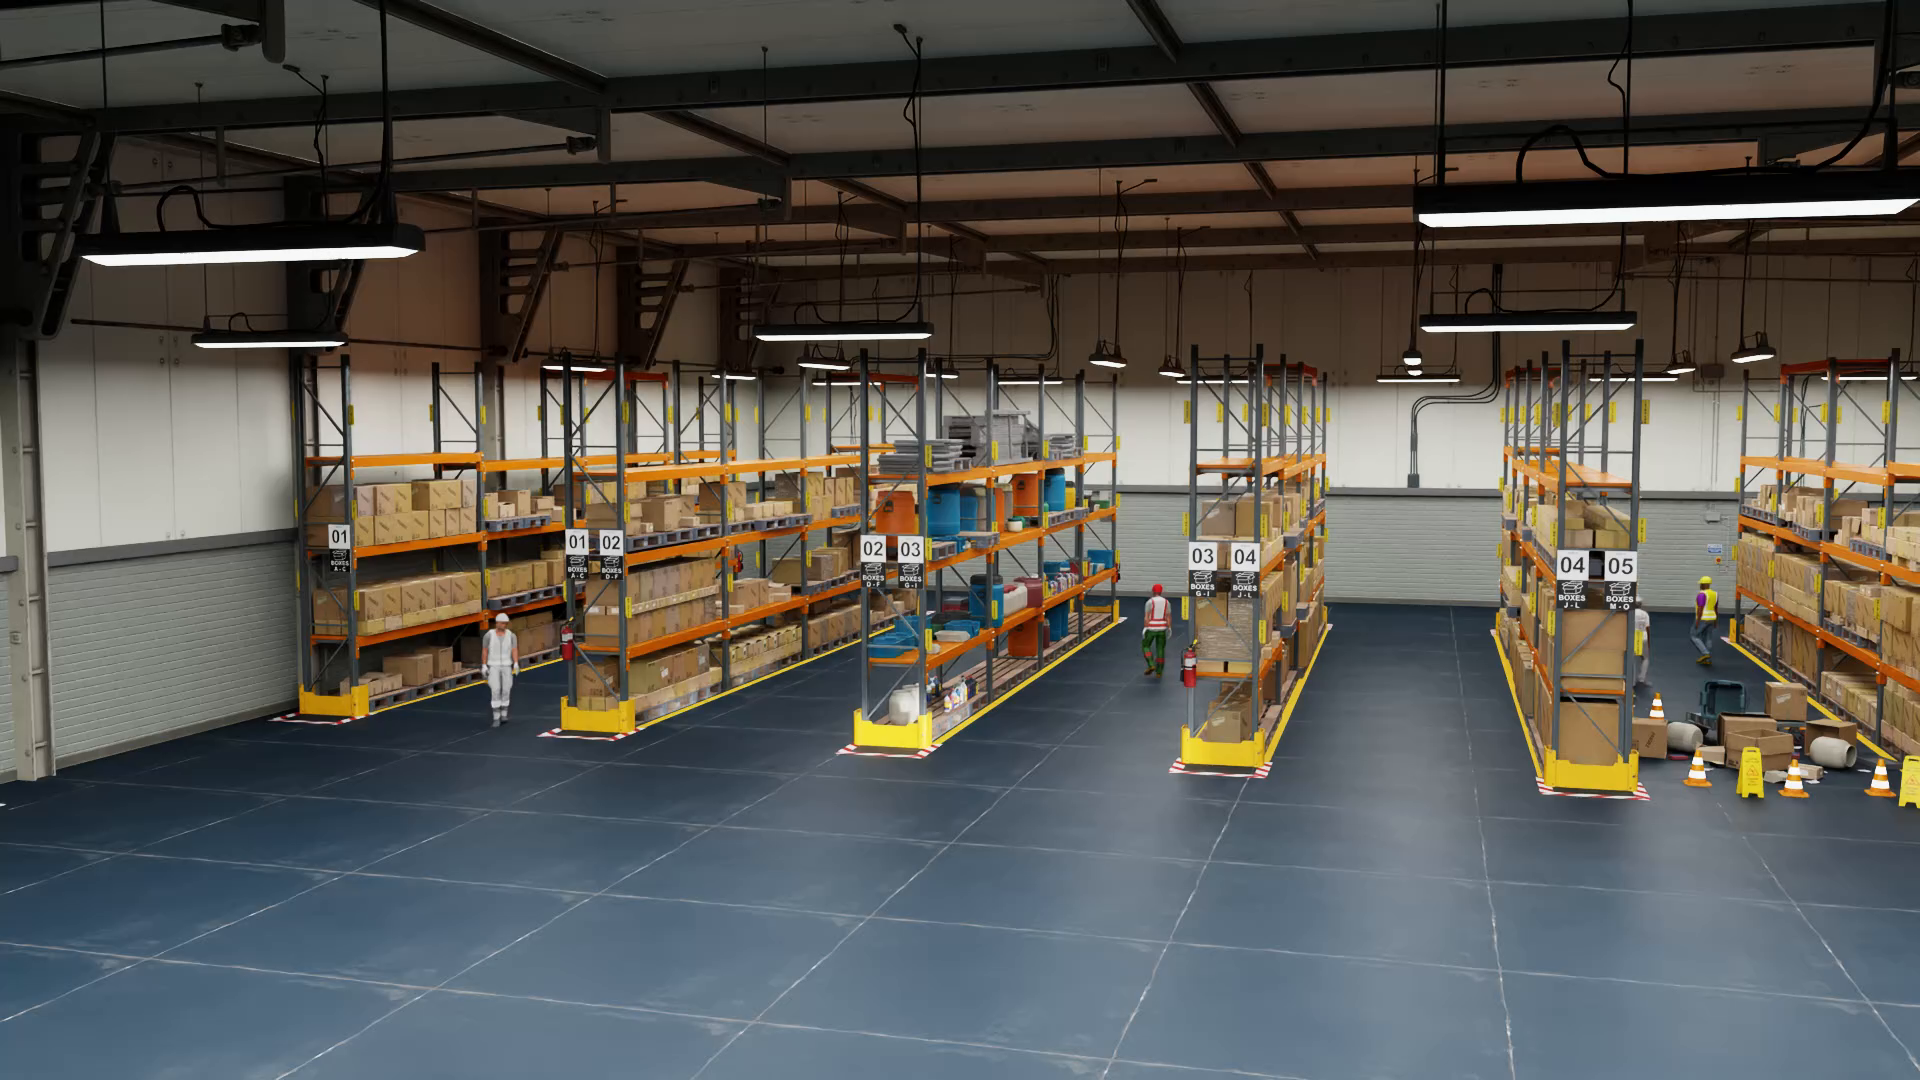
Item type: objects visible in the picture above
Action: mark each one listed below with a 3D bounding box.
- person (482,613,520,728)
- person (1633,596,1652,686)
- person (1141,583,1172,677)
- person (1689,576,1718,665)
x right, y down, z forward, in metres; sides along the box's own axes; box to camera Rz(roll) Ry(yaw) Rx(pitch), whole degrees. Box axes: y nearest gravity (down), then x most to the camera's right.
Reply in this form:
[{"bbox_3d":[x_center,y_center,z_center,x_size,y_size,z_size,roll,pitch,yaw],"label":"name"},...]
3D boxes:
[{"bbox_3d":[-7.436,2.109,26.968,0.565,1.837,0.586,-2,5,-27],"label":"person"},{"bbox_3d":[12.484,1.878,30.630,0.491,1.673,0.513,1,4,14],"label":"person"},{"bbox_3d":[3.768,1.724,31.802,0.602,1.791,0.467,-1,4,-15],"label":"person"},{"bbox_3d":[14.990,1.619,33.394,0.616,1.765,0.467,-2,5,-28],"label":"person"}]
